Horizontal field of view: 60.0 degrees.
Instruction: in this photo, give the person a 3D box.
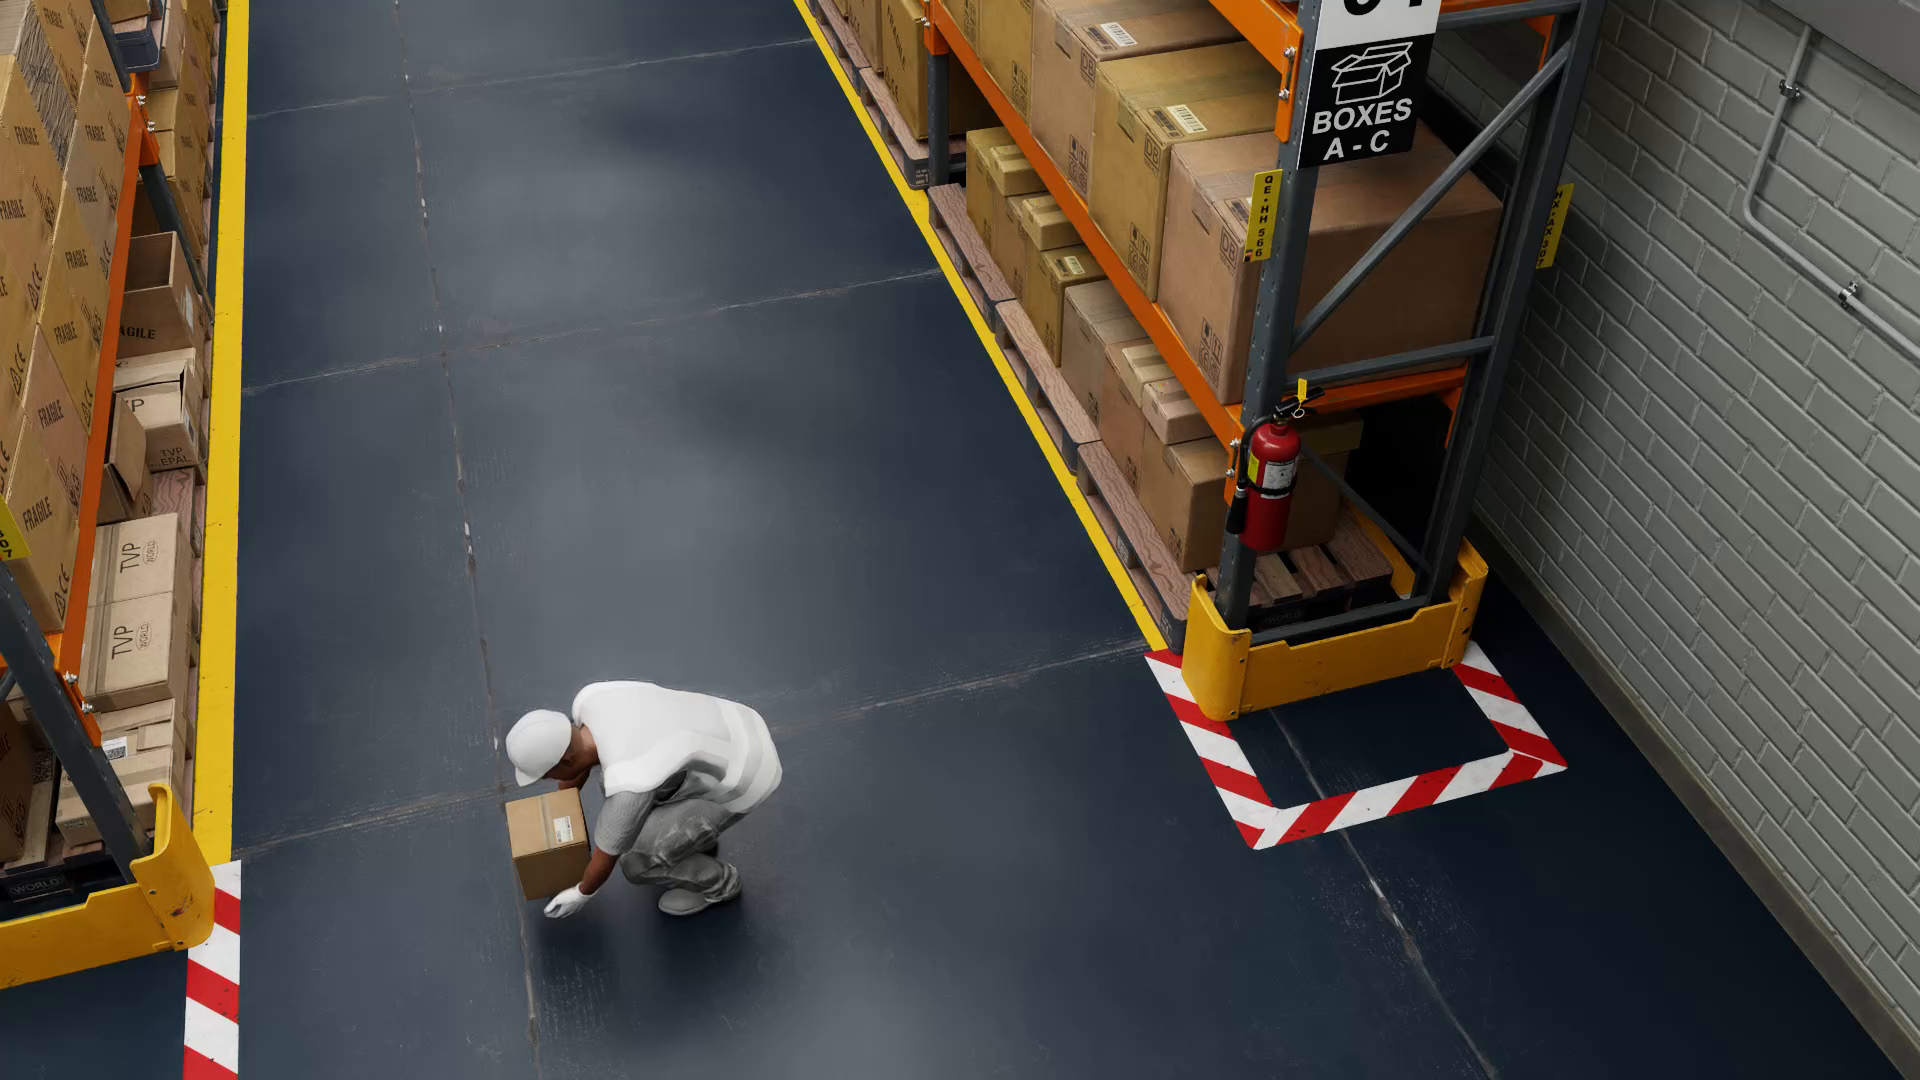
[{"bbox_3d":[-1.064,0.878,5.728,0.904,1.038,0.572,-12,43,-13],"label":"person"}]
